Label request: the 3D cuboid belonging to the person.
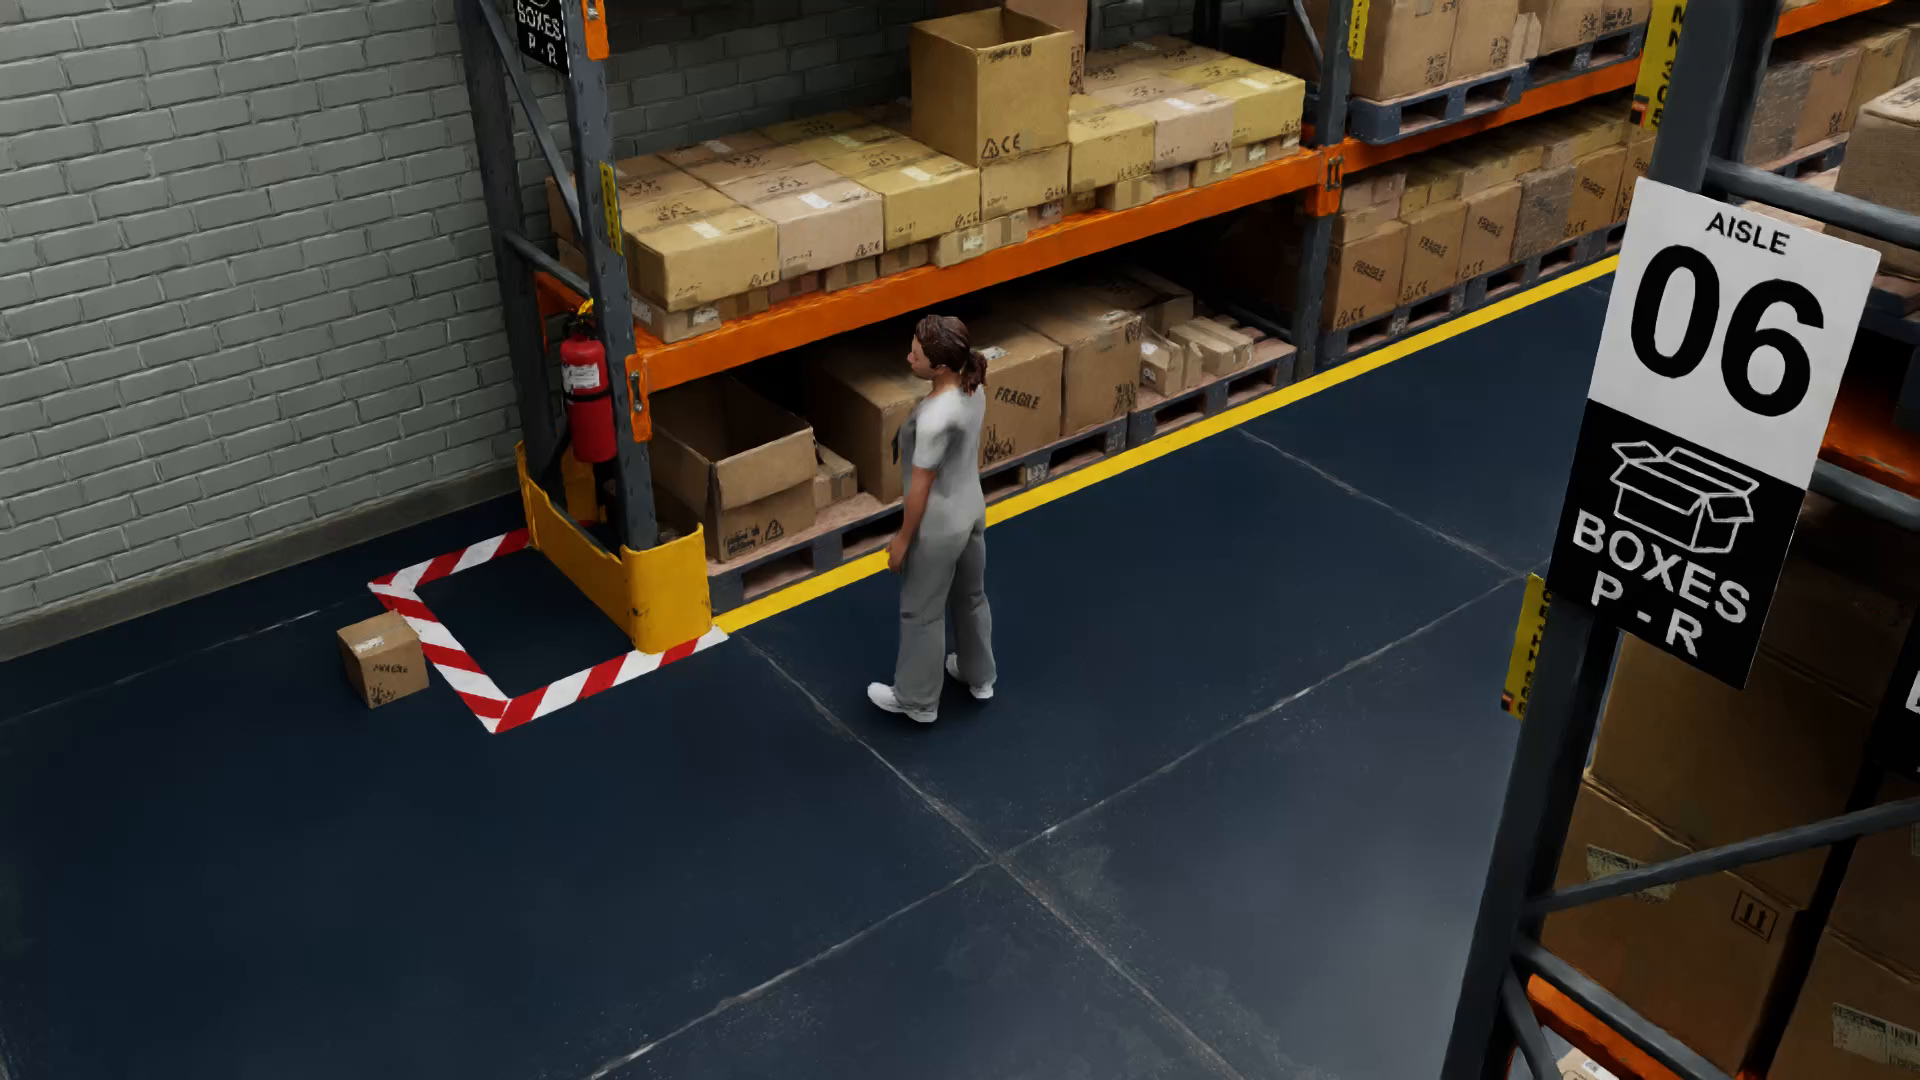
[{"bbox_3d":[-0.107,-0.077,6.211,0.449,1.680,0.525,14,35,21],"label":"person"}]
